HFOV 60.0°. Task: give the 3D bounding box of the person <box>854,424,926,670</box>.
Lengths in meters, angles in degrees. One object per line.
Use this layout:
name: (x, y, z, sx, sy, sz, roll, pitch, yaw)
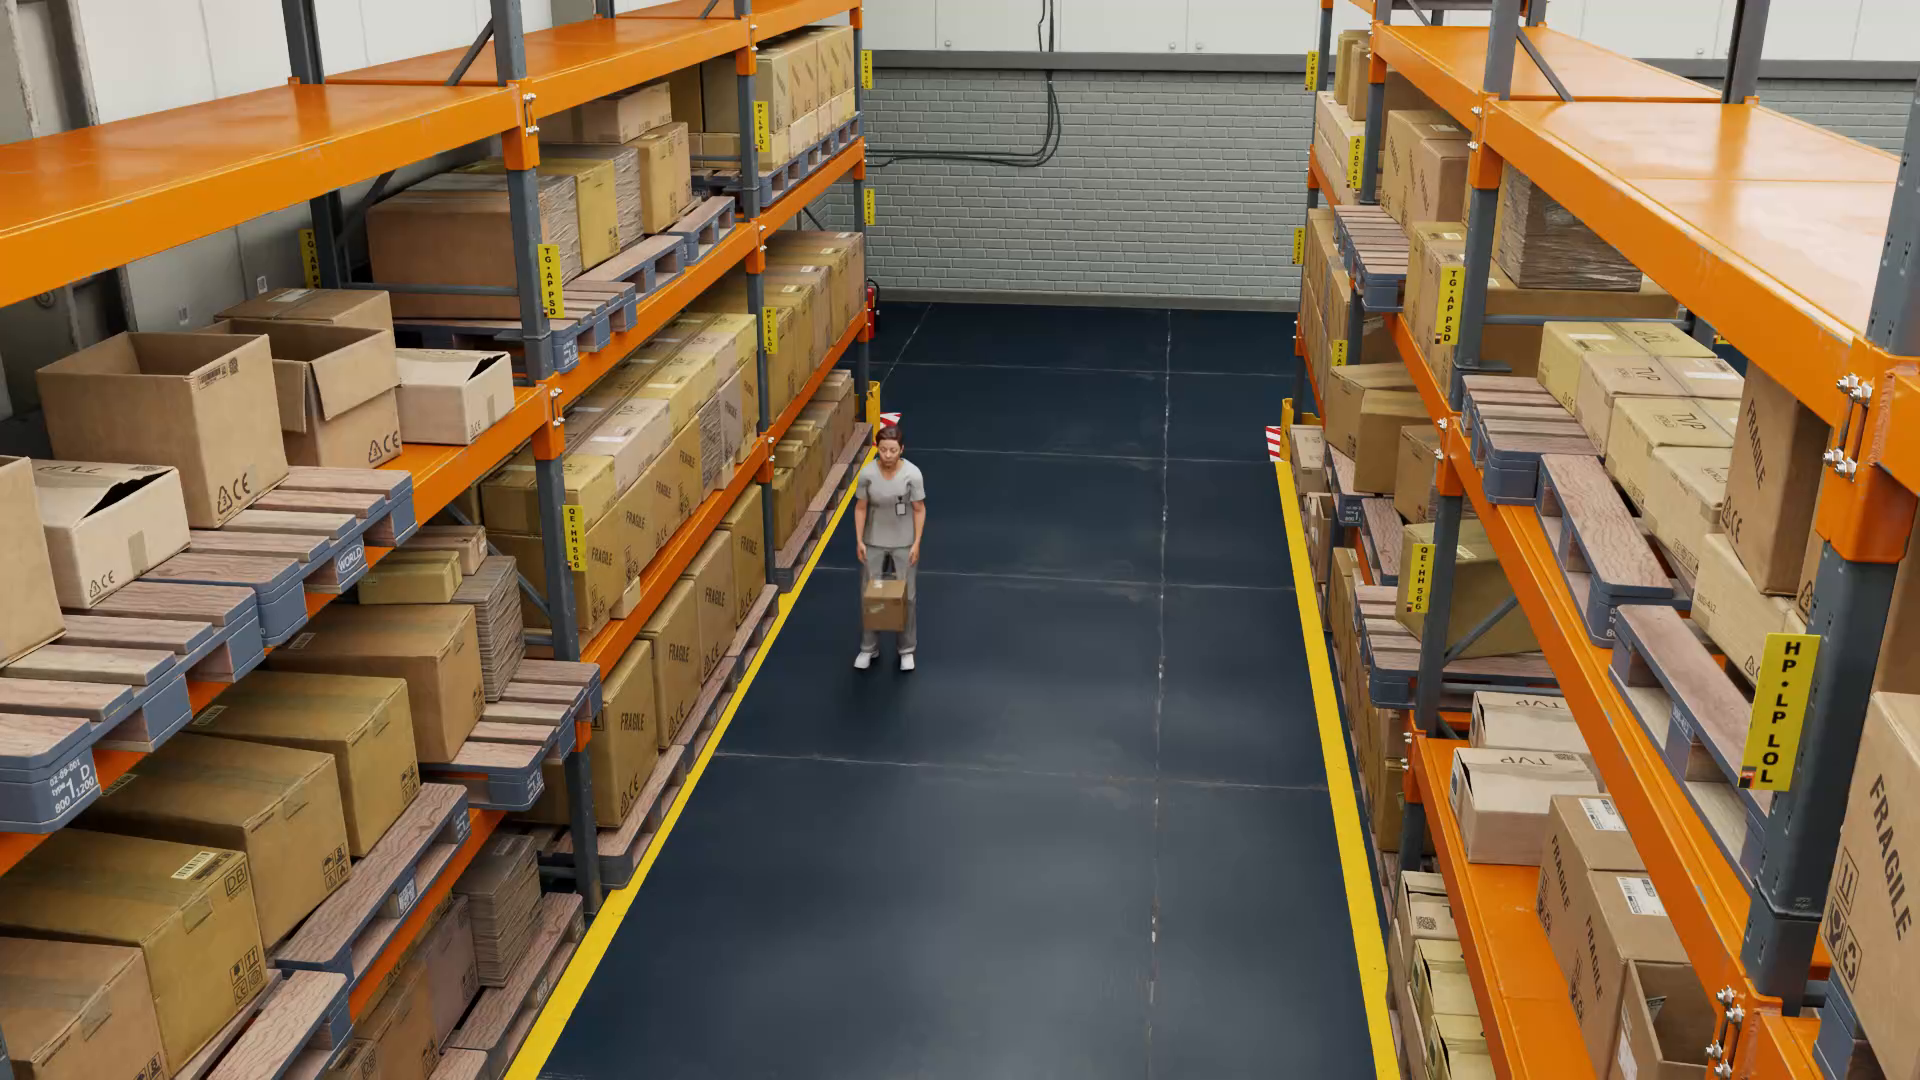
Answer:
person: (-0.464, 0.041, 10.976, 0.474, 1.676, 0.362, 2, 21, 5)
